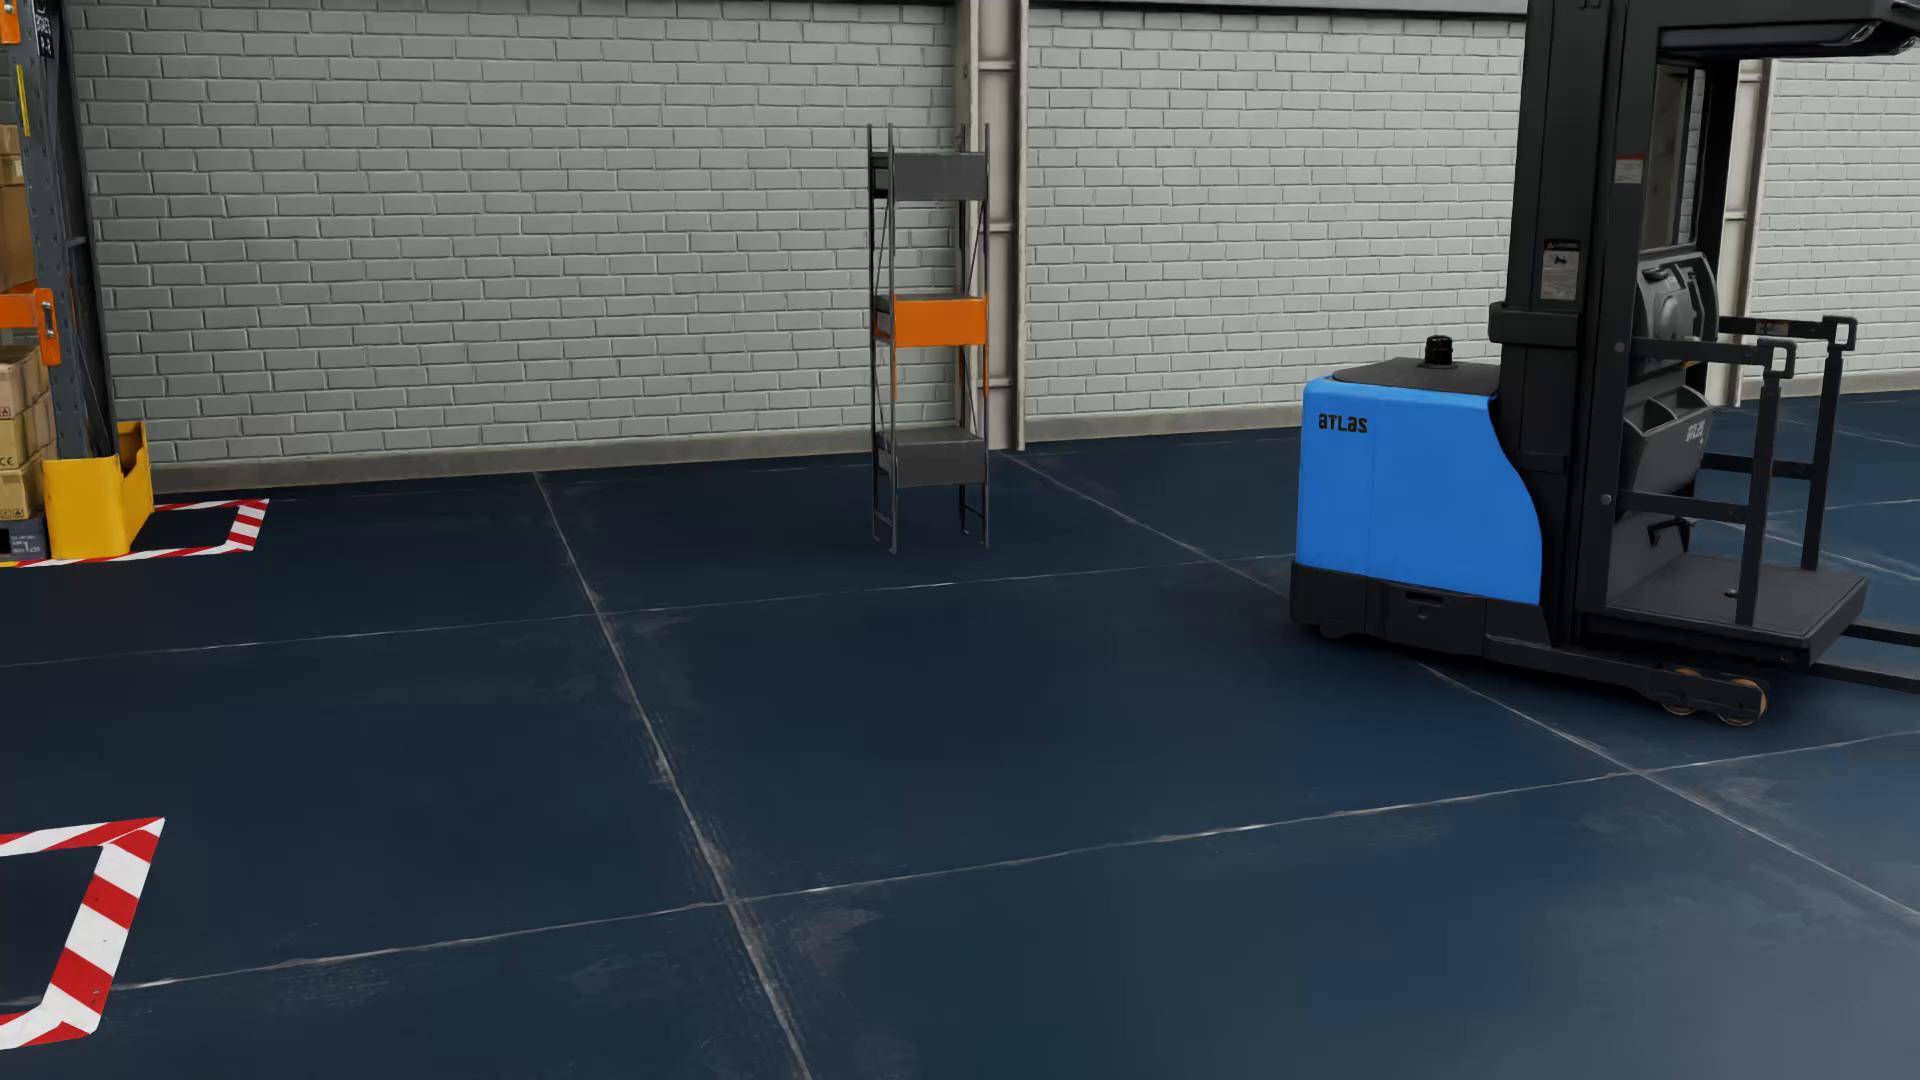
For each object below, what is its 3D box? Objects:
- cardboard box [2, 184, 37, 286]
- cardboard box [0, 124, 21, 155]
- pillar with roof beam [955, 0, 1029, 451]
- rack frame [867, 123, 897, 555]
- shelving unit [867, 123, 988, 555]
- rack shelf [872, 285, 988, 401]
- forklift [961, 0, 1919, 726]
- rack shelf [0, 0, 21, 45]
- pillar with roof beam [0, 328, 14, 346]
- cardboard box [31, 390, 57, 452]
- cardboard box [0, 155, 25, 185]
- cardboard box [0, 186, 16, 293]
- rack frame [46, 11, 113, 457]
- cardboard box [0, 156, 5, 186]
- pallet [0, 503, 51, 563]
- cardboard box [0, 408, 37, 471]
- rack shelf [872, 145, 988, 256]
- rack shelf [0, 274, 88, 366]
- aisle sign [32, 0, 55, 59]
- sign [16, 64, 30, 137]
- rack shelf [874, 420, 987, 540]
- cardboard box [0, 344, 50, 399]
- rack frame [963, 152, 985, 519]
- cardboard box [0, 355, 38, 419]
[{"bbox_3d":[-5.096,-1.567,8.531,0.500,0.500,0.500,-4,14,-16],"label":"cardboard box"},{"bbox_3d":[-4.924,-2.025,8.412,0.250,0.149,0.380,-5,14,-19],"label":"cardboard box"},{"bbox_3d":[1.574,-4.057,6.254,0.400,9.000,9.100,-4,14,-18],"label":"pillar with roof beam"},{"bbox_3d":[-0.388,-0.991,8.273,0.015,2.100,0.400,-4,14,-18],"label":"rack frame"},{"bbox_3d":[-0.159,-1.009,8.348,0.499,2.100,0.431,-4,14,-18],"label":"shelving unit"},{"bbox_3d":[-0.157,-0.996,8.352,0.480,0.518,0.431,-4,14,-18],"label":"rack shelf"},{"bbox_3d":[1.970,-1.066,6.792,5.275,2.935,1.130,10,17,37],"label":"forklift"},{"bbox_3d":[-6.434,-2.455,7.556,4.000,0.370,1.077,-4,14,-18],"label":"rack shelf"},{"bbox_3d":[-4.112,-3.614,4.392,0.400,9.000,9.100,-4,14,-18],"label":"pillar with roof beam"},{"bbox_3d":[-5.050,-0.614,8.698,0.500,0.250,0.500,-4,14,-17],"label":"cardboard box"},{"bbox_3d":[-4.942,-1.890,8.488,0.250,0.149,0.380,-5,14,-20],"label":"cardboard box"},{"bbox_3d":[-4.921,-1.448,8.034,0.500,0.500,0.500,-5,14,-19],"label":"cardboard box"},{"bbox_3d":[-4.537,-1.493,8.438,0.053,2.616,0.949,-4,14,-18],"label":"rack frame"},{"bbox_3d":[-4.777,-1.771,7.988,0.250,0.149,0.380,-4,14,-17],"label":"cardboard box"},{"bbox_3d":[-5.249,-0.072,8.487,1.213,0.211,1.003,-4,14,-18],"label":"pallet"},{"bbox_3d":[-4.900,-0.499,8.213,0.500,0.250,0.500,-5,14,-19],"label":"cardboard box"},{"bbox_3d":[-0.157,-1.677,8.190,0.480,0.518,0.431,-4,14,-18],"label":"rack shelf"},{"bbox_3d":[-6.434,-0.996,7.903,4.000,0.370,1.077,-4,14,-18],"label":"rack shelf"},{"bbox_3d":[-4.382,-2.699,7.889,0.004,0.787,0.394,-4,14,-18],"label":"aisle sign"},{"bbox_3d":[-4.378,-2.052,7.775,0.005,0.325,0.100,-4,14,-18],"label":"sign"},{"bbox_3d":[-0.157,-0.315,8.514,0.480,0.518,0.431,-4,14,-18],"label":"rack shelf"},{"bbox_3d":[-5.054,-0.853,8.620,0.500,0.250,0.500,-5,14,-19],"label":"cardboard box"},{"bbox_3d":[0.074,-1.028,8.425,0.006,1.831,0.380,-4,14,-18],"label":"rack frame"},{"bbox_3d":[-4.875,-0.744,8.164,0.500,0.250,0.500,-4,14,-16],"label":"cardboard box"}]
